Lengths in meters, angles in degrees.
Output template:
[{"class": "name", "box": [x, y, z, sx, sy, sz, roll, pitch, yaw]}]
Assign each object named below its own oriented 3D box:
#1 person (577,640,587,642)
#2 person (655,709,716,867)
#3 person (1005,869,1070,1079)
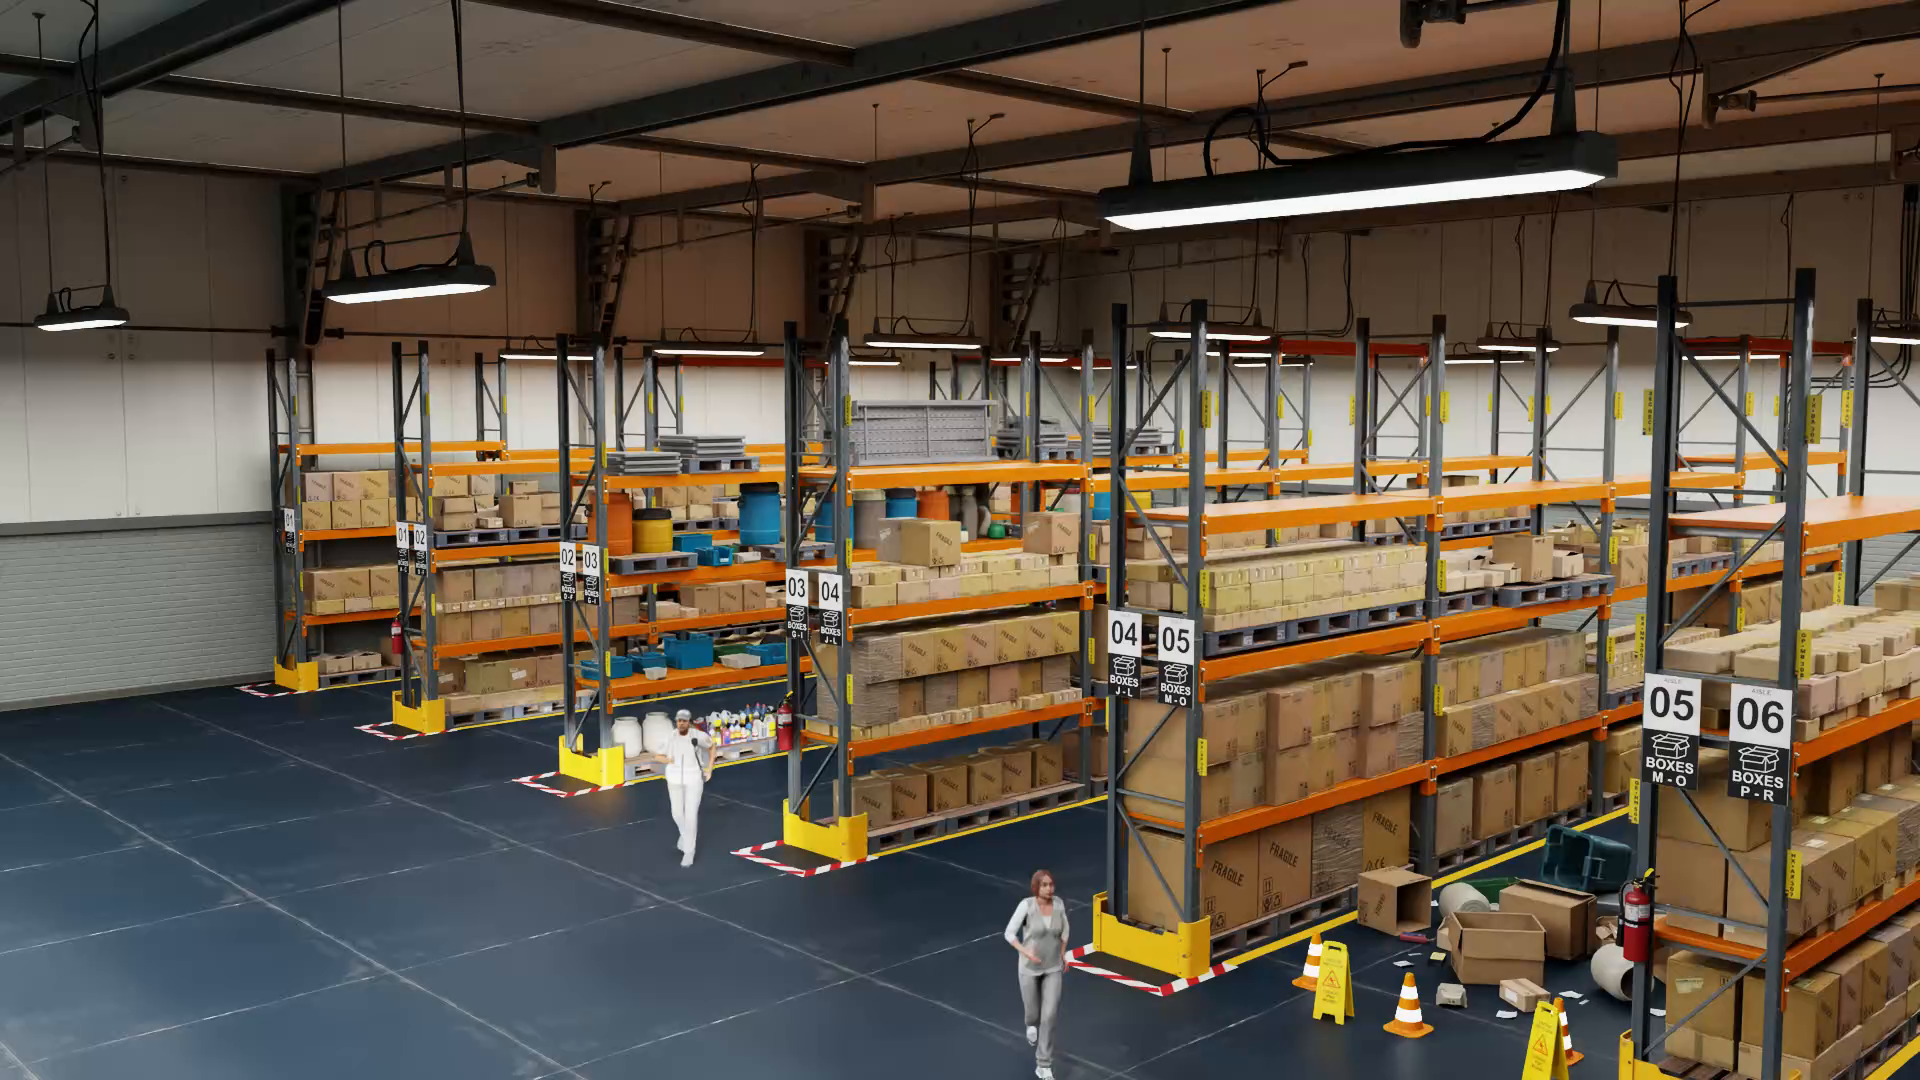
[{"class": "person", "box": [-6.799, 1.735, 29.715, 0.635, 1.684, 0.650, 5, 7, 44]}, {"class": "person", "box": [-3.072, 2.729, 18.599, 0.643, 1.717, 0.805, 0, 5, 2]}, {"class": "person", "box": [0.599, 3.286, 12.719, 0.534, 1.595, 0.734, -1, 5, -11]}]
